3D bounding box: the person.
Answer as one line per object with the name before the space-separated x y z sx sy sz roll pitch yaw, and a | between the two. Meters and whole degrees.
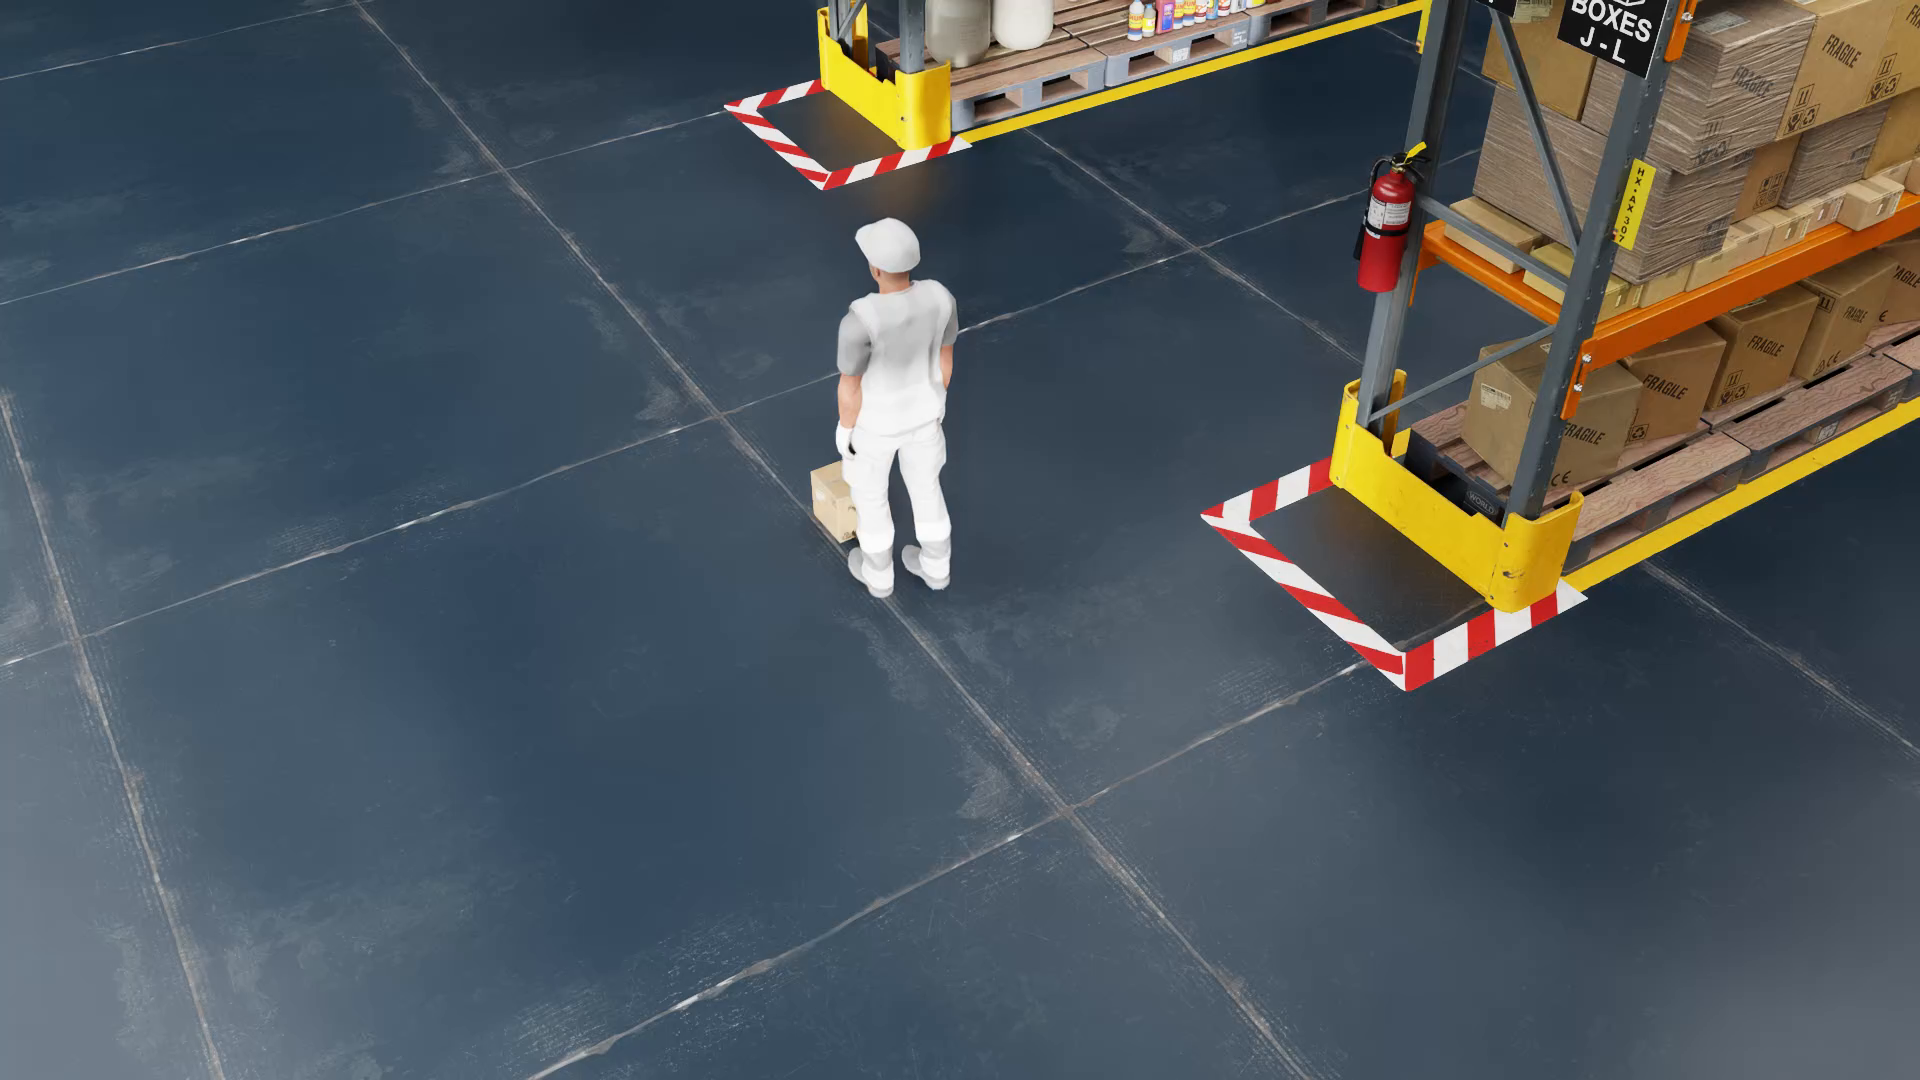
person | -0.278 -0.522 6.756 0.522 1.790 0.387 -21 45 -23
